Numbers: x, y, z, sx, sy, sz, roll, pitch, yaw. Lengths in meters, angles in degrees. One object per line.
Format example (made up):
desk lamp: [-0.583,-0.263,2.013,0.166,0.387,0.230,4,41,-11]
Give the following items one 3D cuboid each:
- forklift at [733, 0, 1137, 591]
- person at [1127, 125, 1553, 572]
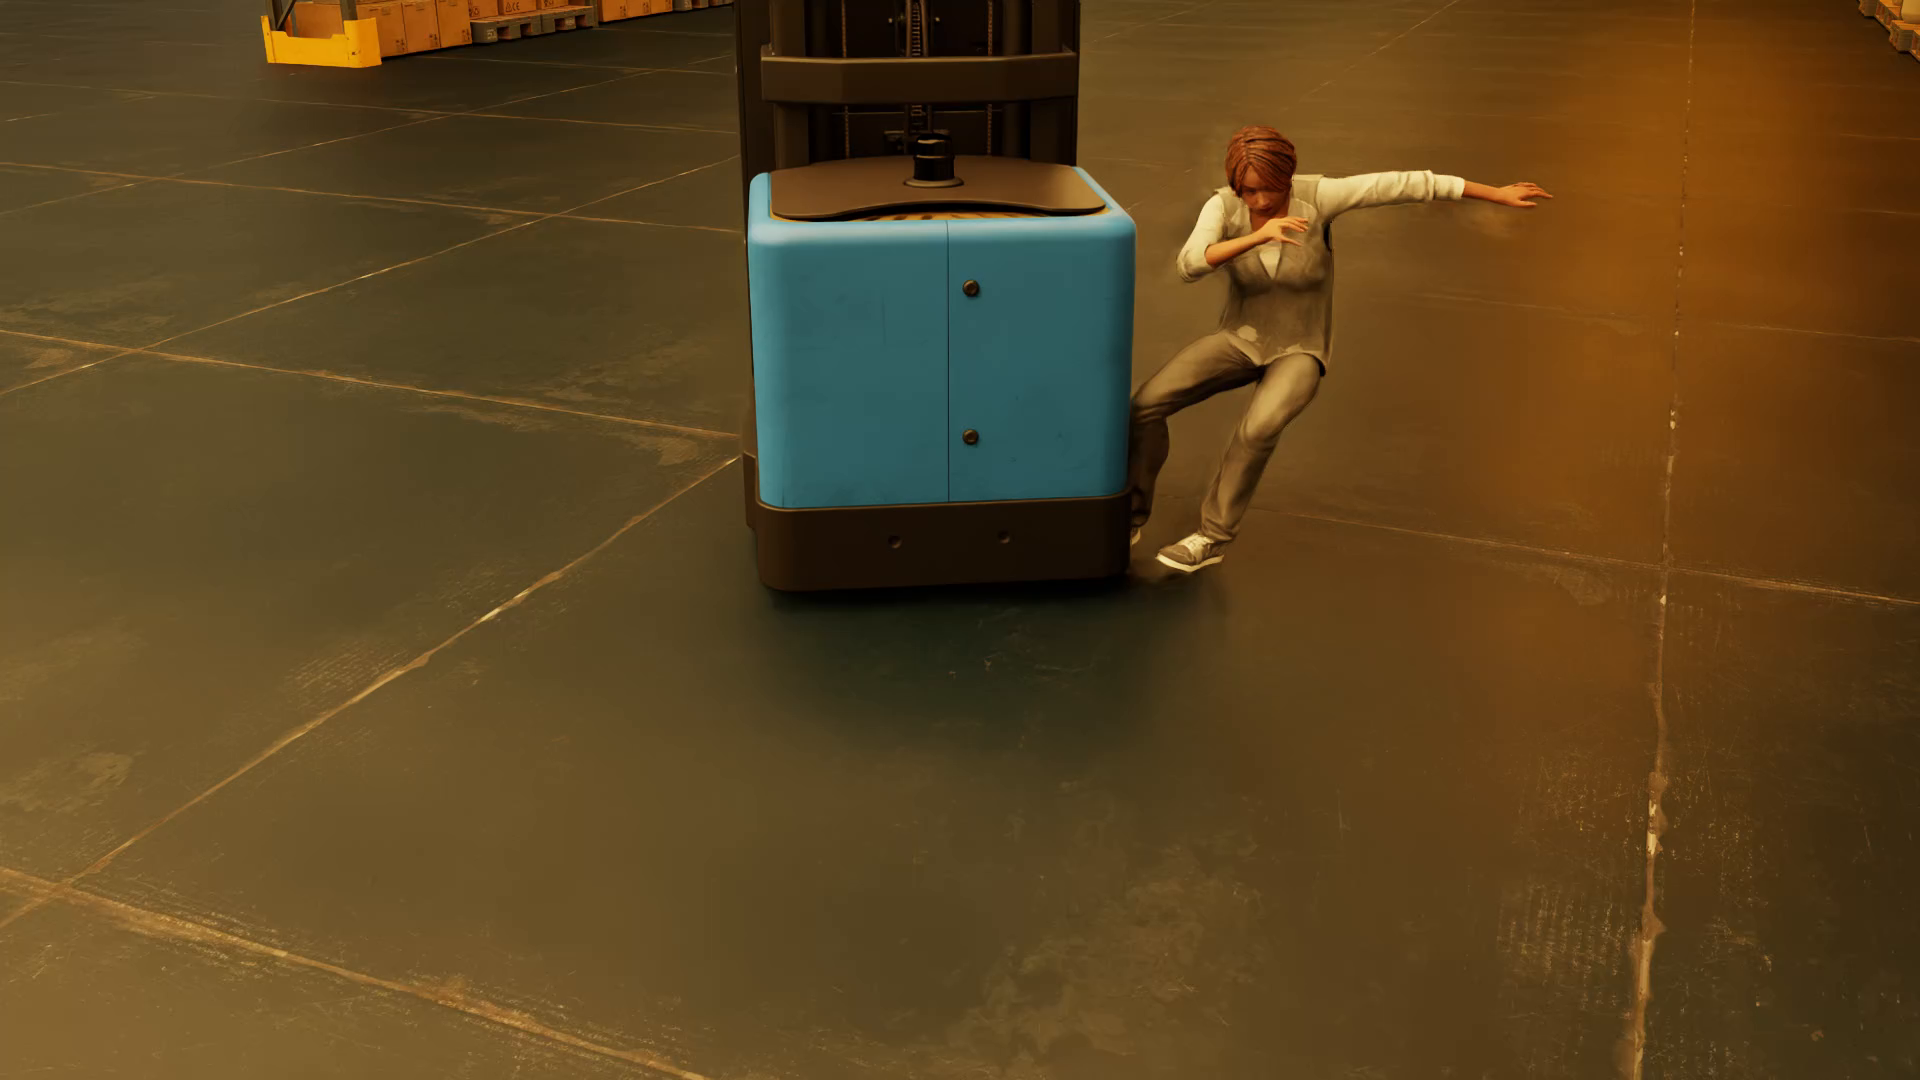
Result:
forklift: [-0.192,-1.742,5.460,1.130,2.935,3.031,-2,23,-6]
person: [0.963,-0.509,4.707,1.218,1.281,0.639,8,24,19]
